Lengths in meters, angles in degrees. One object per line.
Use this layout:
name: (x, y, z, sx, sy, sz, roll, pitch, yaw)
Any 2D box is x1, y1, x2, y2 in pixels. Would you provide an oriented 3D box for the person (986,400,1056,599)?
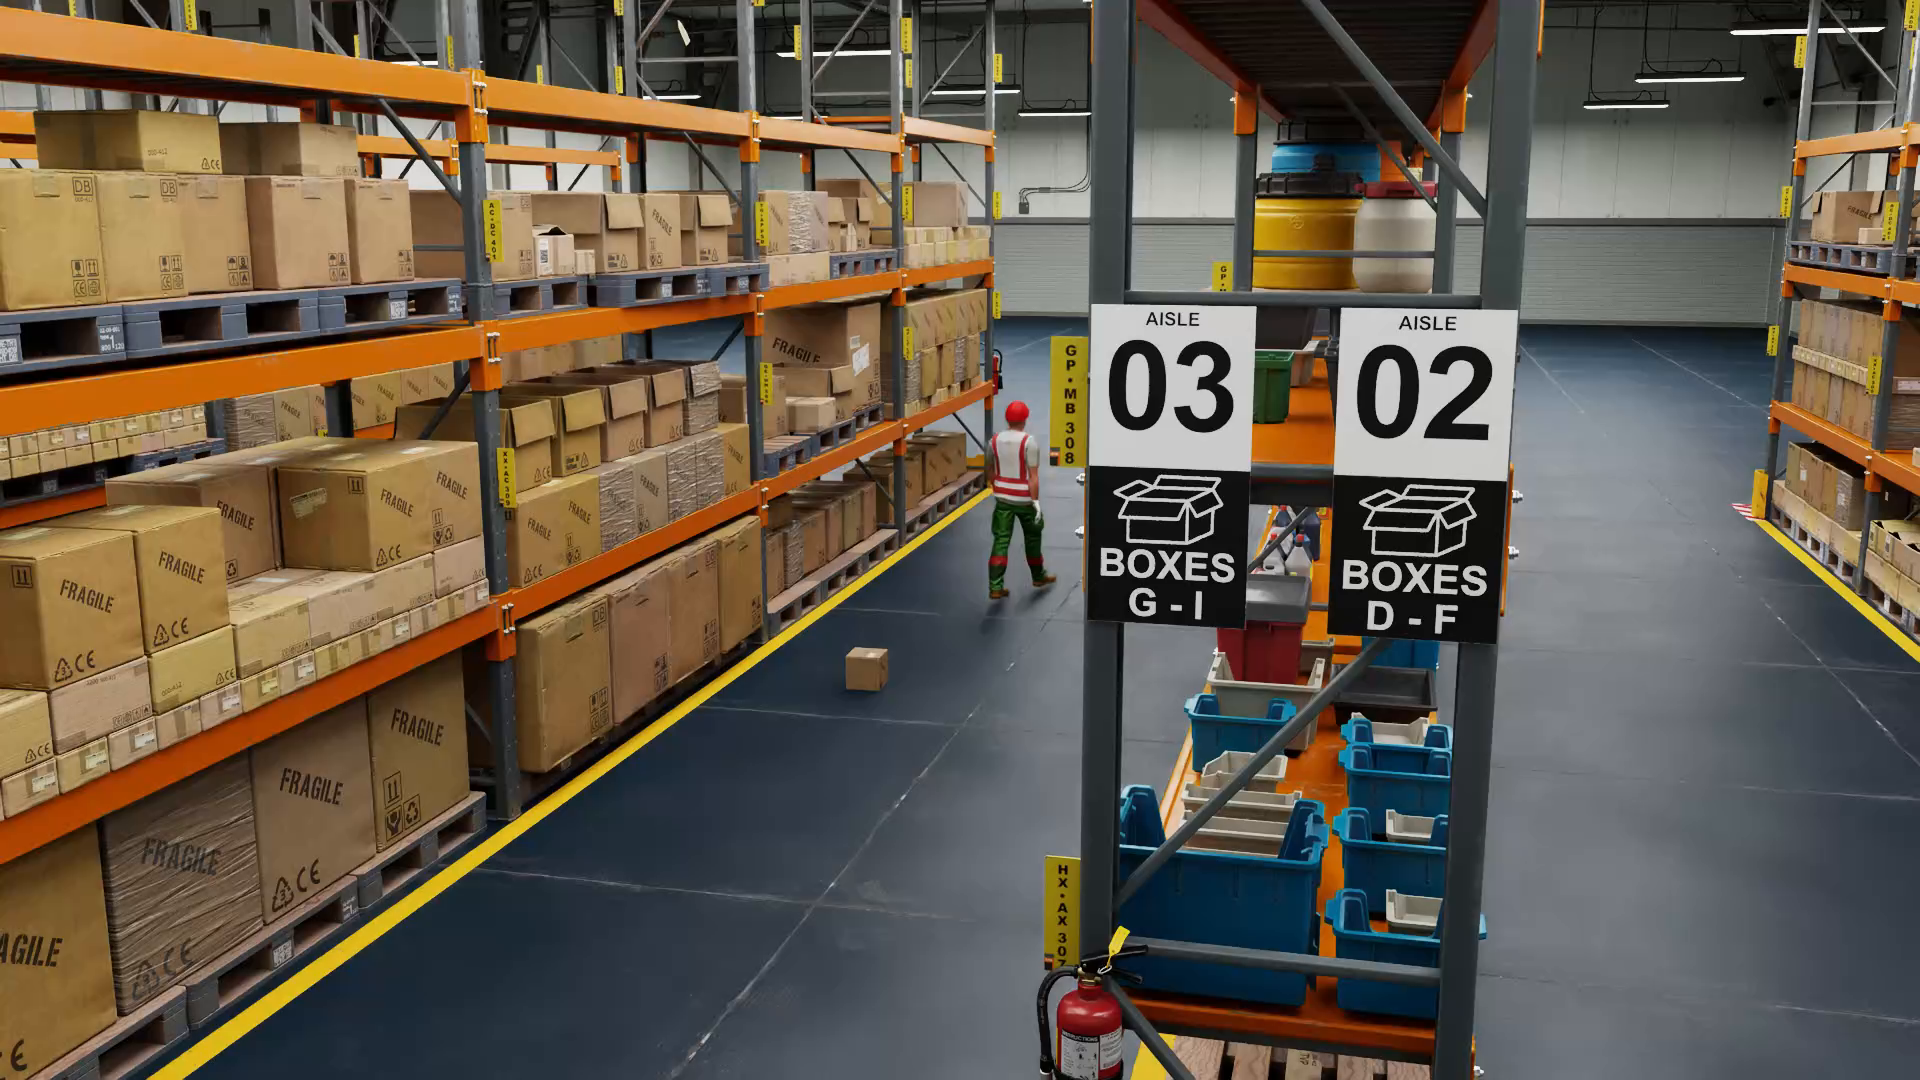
person: (0.528, -0.392, 14.797, 0.587, 1.733, 1.023, 5, 12, 24)
